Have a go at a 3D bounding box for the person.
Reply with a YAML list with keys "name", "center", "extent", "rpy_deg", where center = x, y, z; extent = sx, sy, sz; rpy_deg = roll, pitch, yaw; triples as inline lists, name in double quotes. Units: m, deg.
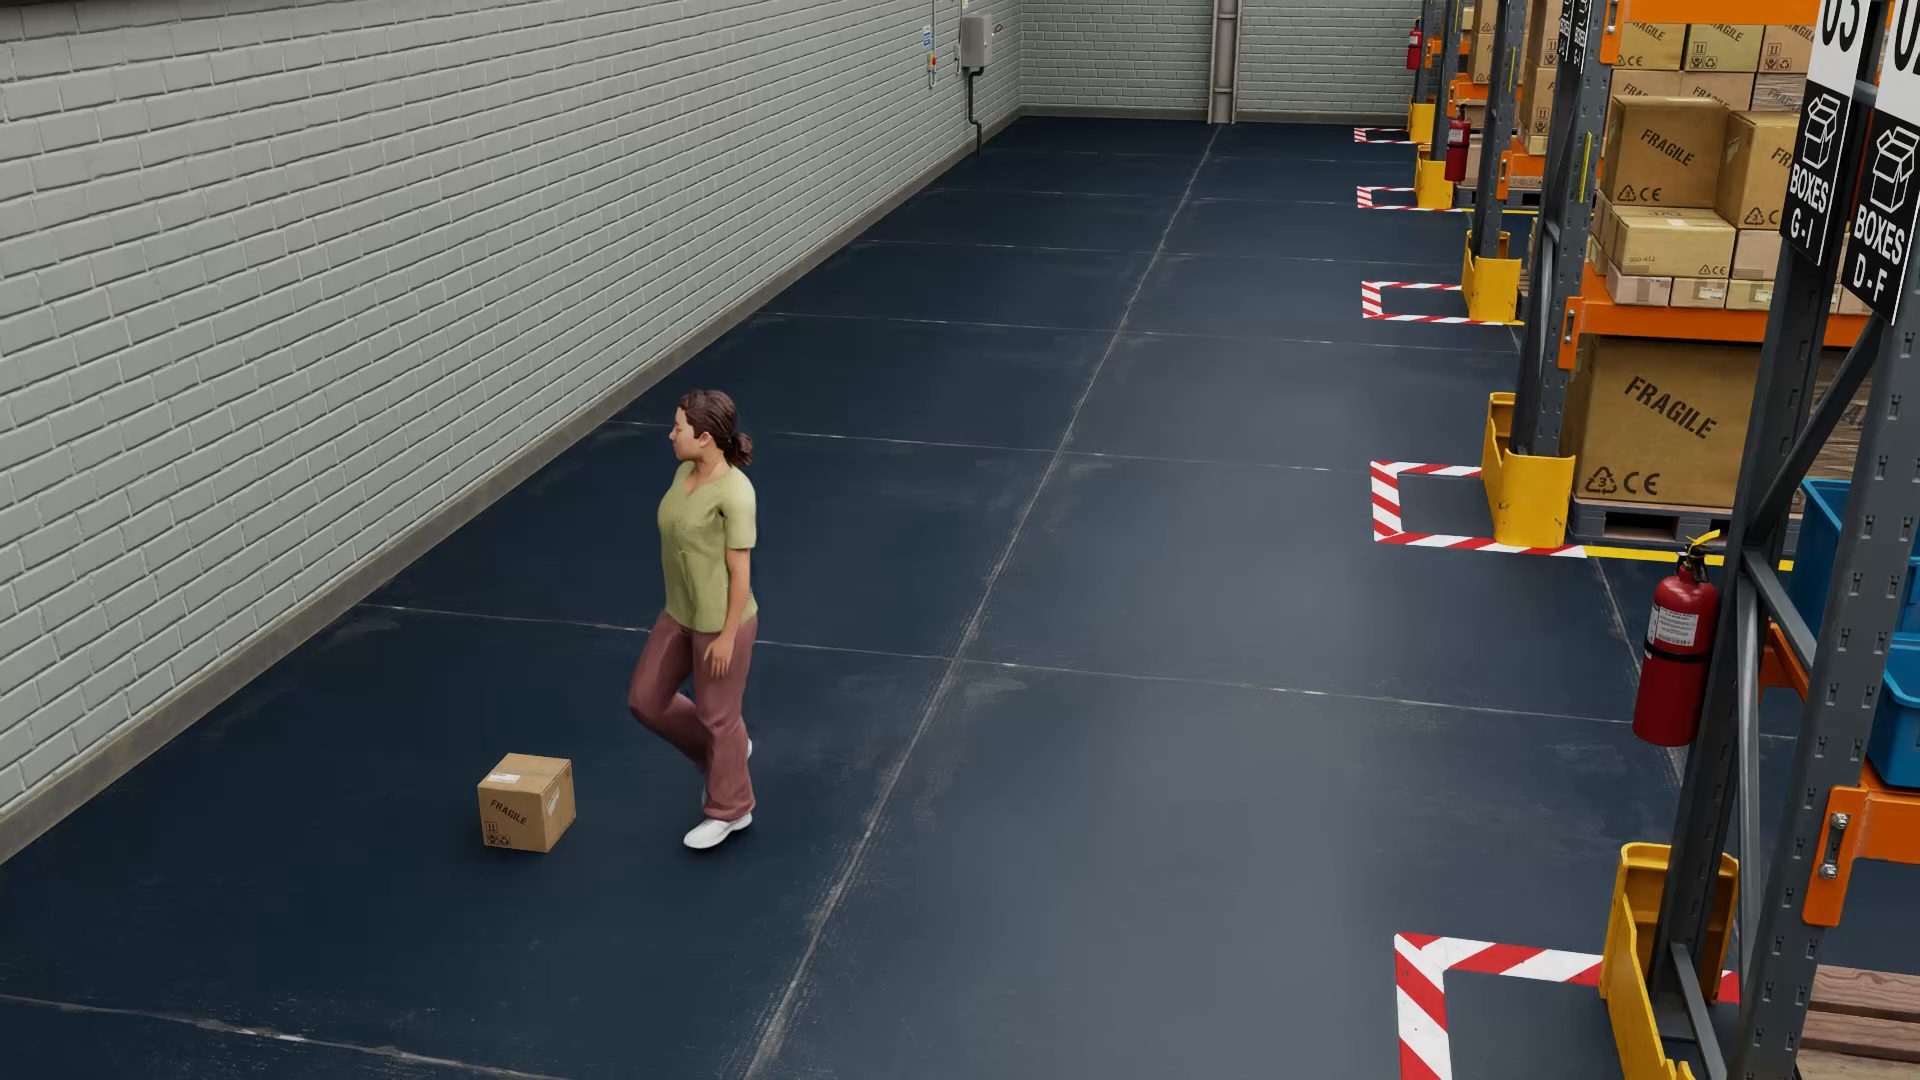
- name: "person"
  center: [-0.895, 0.288, 5.814]
  extent: [0.458, 1.663, 0.462]
  rpy_deg: [20, 29, 41]
